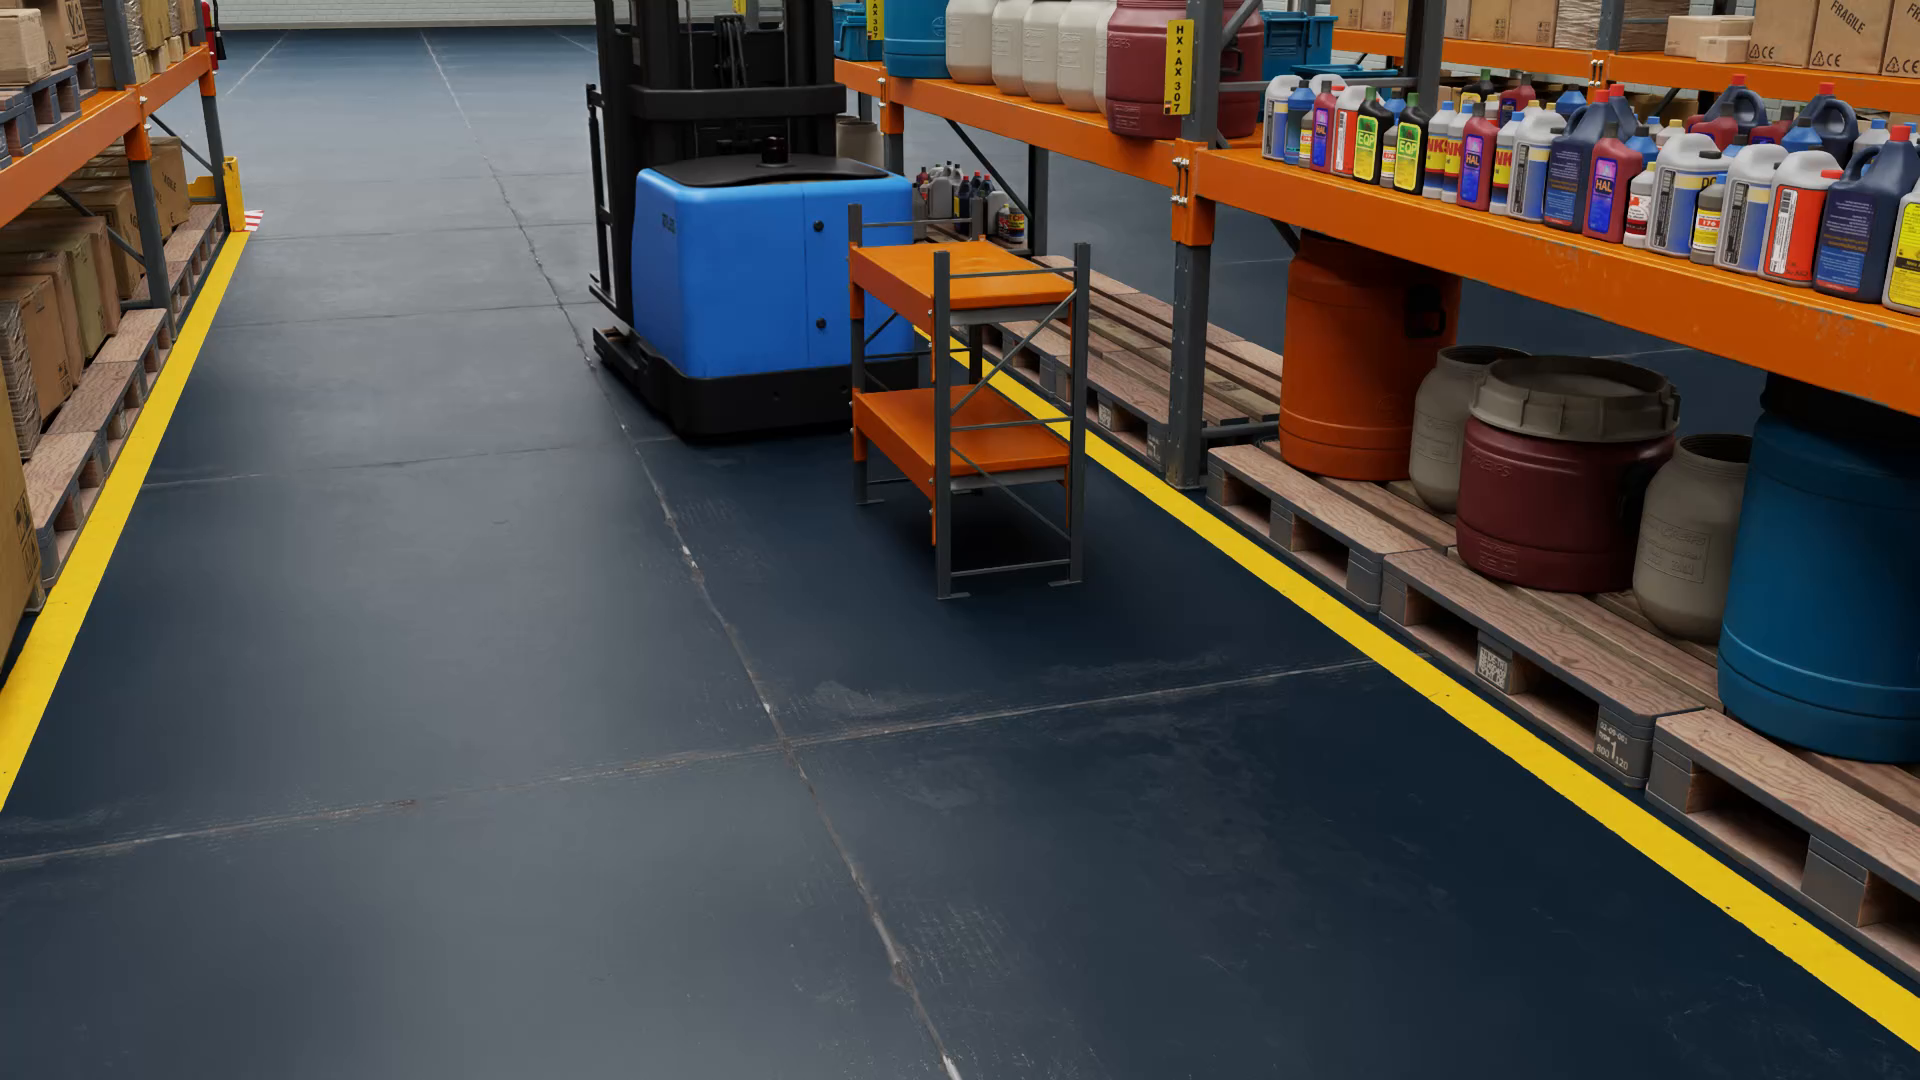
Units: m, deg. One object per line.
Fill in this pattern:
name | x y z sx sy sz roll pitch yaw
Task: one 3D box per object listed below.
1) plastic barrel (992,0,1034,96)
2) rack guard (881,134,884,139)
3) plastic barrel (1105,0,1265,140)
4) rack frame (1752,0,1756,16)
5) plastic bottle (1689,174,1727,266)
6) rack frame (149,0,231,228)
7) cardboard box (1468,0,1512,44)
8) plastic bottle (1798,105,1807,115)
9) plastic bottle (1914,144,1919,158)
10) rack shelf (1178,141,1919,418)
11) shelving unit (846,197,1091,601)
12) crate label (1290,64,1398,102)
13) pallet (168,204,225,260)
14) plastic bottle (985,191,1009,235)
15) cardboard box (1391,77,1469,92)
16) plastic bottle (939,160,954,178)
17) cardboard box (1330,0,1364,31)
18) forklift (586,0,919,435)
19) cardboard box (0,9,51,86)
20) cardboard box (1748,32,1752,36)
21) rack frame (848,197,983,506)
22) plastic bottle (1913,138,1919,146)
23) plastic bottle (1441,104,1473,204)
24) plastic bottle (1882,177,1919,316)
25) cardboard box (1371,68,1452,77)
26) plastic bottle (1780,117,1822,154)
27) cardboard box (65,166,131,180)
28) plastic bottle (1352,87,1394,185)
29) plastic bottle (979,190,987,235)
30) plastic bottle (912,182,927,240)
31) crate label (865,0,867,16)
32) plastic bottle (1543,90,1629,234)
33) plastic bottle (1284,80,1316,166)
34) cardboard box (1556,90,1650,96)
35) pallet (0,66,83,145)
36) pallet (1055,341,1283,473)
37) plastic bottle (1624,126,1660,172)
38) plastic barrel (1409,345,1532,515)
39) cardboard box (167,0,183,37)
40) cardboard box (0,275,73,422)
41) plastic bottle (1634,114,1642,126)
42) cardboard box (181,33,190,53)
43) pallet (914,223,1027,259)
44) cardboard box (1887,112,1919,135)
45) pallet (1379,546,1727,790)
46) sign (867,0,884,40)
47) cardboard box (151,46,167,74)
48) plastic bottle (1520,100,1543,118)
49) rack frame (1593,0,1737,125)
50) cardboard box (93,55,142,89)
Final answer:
plastic barrel | 0.365 -2.450 8.098 0.433 0.535 0.433 0 20 0
rack guard | -1.146 -3.039 13.638 1.175 0.500 0.348 -6 21 -17
plastic barrel | 0.866 -1.848 6.424 0.600 0.536 0.708 -6 21 -17
rack frame | 8.190 -5.288 16.200 1.000 3.000 0.127 -6 21 -17
plastic bottle | 1.748 -0.739 3.831 0.097 0.201 0.097 0 20 0
rack frame | -5.917 -3.709 11.805 1.000 3.000 0.127 -6 21 -17
cardboard box | 4.274 -3.995 12.454 0.700 0.500 0.500 -6 21 -16
plastic bottle | 2.291 -1.059 4.601 0.061 0.283 0.133 -6 21 -17
plastic bottle | 2.036 -0.696 3.489 0.144 0.351 0.185 -6 21 -17
rack shelf | 1.928 -0.687 4.457 1.077 0.370 4.000 -6 21 -17
shelving unit | 0.002 -0.527 5.720 0.538 1.125 1.048 -6 21 -17
crate label | 1.523 -1.764 6.638 0.303 0.233 0.416 -6 21 -17
pallet | -5.671 -2.108 11.472 1.003 0.211 1.213 -6 21 -17
plastic bottle | 0.231 -2.126 10.777 0.152 0.276 0.135 -6 21 -15
cardboard box | 3.774 -3.501 13.565 0.500 0.500 0.500 -6 21 -17
plastic bottle | -0.069 -2.472 11.628 0.144 0.351 0.185 -6 20 -15
cardboard box | 3.623 -4.656 14.294 0.700 0.500 0.500 -6 21 -17
forklift | -1.219 -2.279 7.925 1.130 2.935 3.031 -8 21 -21
cardboard box | -3.711 -1.831 6.177 0.500 0.250 0.500 -7 21 -19
cardboard box | 5.197 -3.151 10.449 0.396 0.266 0.258 -7 21 -19
rack frame | -0.158 -0.690 6.174 0.500 1.125 0.032 -6 21 -17
plastic bottle | 2.409 -0.886 4.130 0.152 0.276 0.135 -6 21 -17
plastic bottle | 1.430 -1.097 4.724 0.097 0.271 0.097 0 20 0
plastic bottle | 1.957 -0.621 3.281 0.144 0.351 0.185 -6 21 -17
cardboard box | 3.940 -3.876 14.608 0.500 0.500 0.500 -6 21 -17
plastic bottle | 2.201 -0.971 4.374 0.097 0.271 0.097 0 20 0
cardboard box | -5.204 -1.953 9.993 0.500 0.500 0.500 -8 21 -22
plastic bottle | 1.273 -1.243 5.113 0.061 0.283 0.133 -6 21 -17
plastic bottle | 0.130 -2.118 10.744 0.061 0.283 0.133 -6 21 -17
plastic bottle | -0.297 -2.103 10.602 0.144 0.351 0.185 -6 21 -17
crate label | -0.380 -3.690 11.699 0.502 0.435 0.616 -6 21 -17
plastic bottle | 1.611 -0.975 4.265 0.144 0.351 0.185 -6 21 -17
plastic bottle | 1.139 -1.394 5.550 0.097 0.271 0.097 0 20 0
cardboard box | 4.733 -3.075 12.376 0.500 0.500 0.500 -6 21 -17
pallet | -4.063 -1.682 6.446 1.003 0.211 1.213 -6 21 -17
pallet | 1.093 -0.608 7.297 1.003 0.211 1.213 -6 21 -17
plastic bottle | 1.691 -0.896 4.164 0.097 0.271 0.097 0 20 0
plastic barrel | 1.732 -0.368 5.562 0.421 0.512 0.421 0 20 0
cardboard box | -5.383 -3.404 10.367 0.875 0.500 0.500 -6 21 -17
cardboard box | -4.003 -0.743 6.594 0.700 0.500 0.500 -5 20 -13
plastic bottle | 2.076 -1.221 5.171 0.097 0.201 0.097 0 20 0
cardboard box | -5.426 -3.366 11.222 0.380 0.149 0.250 -6 21 -17
pallet | -0.129 -1.859 10.780 1.003 0.211 1.213 -6 21 -17
cardboard box | 8.684 -3.663 14.724 0.700 0.500 0.500 -8 21 -21
pallet | 1.967 0.284 4.813 1.003 0.211 1.213 -6 21 -17
sign | -0.483 -3.027 9.496 0.100 0.325 0.005 -6 21 -17
cardboard box | -4.740 -2.731 9.453 0.380 0.149 0.250 -6 21 -17
plastic bottle | 1.923 -1.377 5.606 0.097 0.201 0.097 0 20 0
rack frame | 4.746 -3.476 11.158 1.000 3.000 0.127 -6 21 -17
cardboard box | -4.442 -2.408 8.554 0.380 0.149 0.250 -6 21 -17
